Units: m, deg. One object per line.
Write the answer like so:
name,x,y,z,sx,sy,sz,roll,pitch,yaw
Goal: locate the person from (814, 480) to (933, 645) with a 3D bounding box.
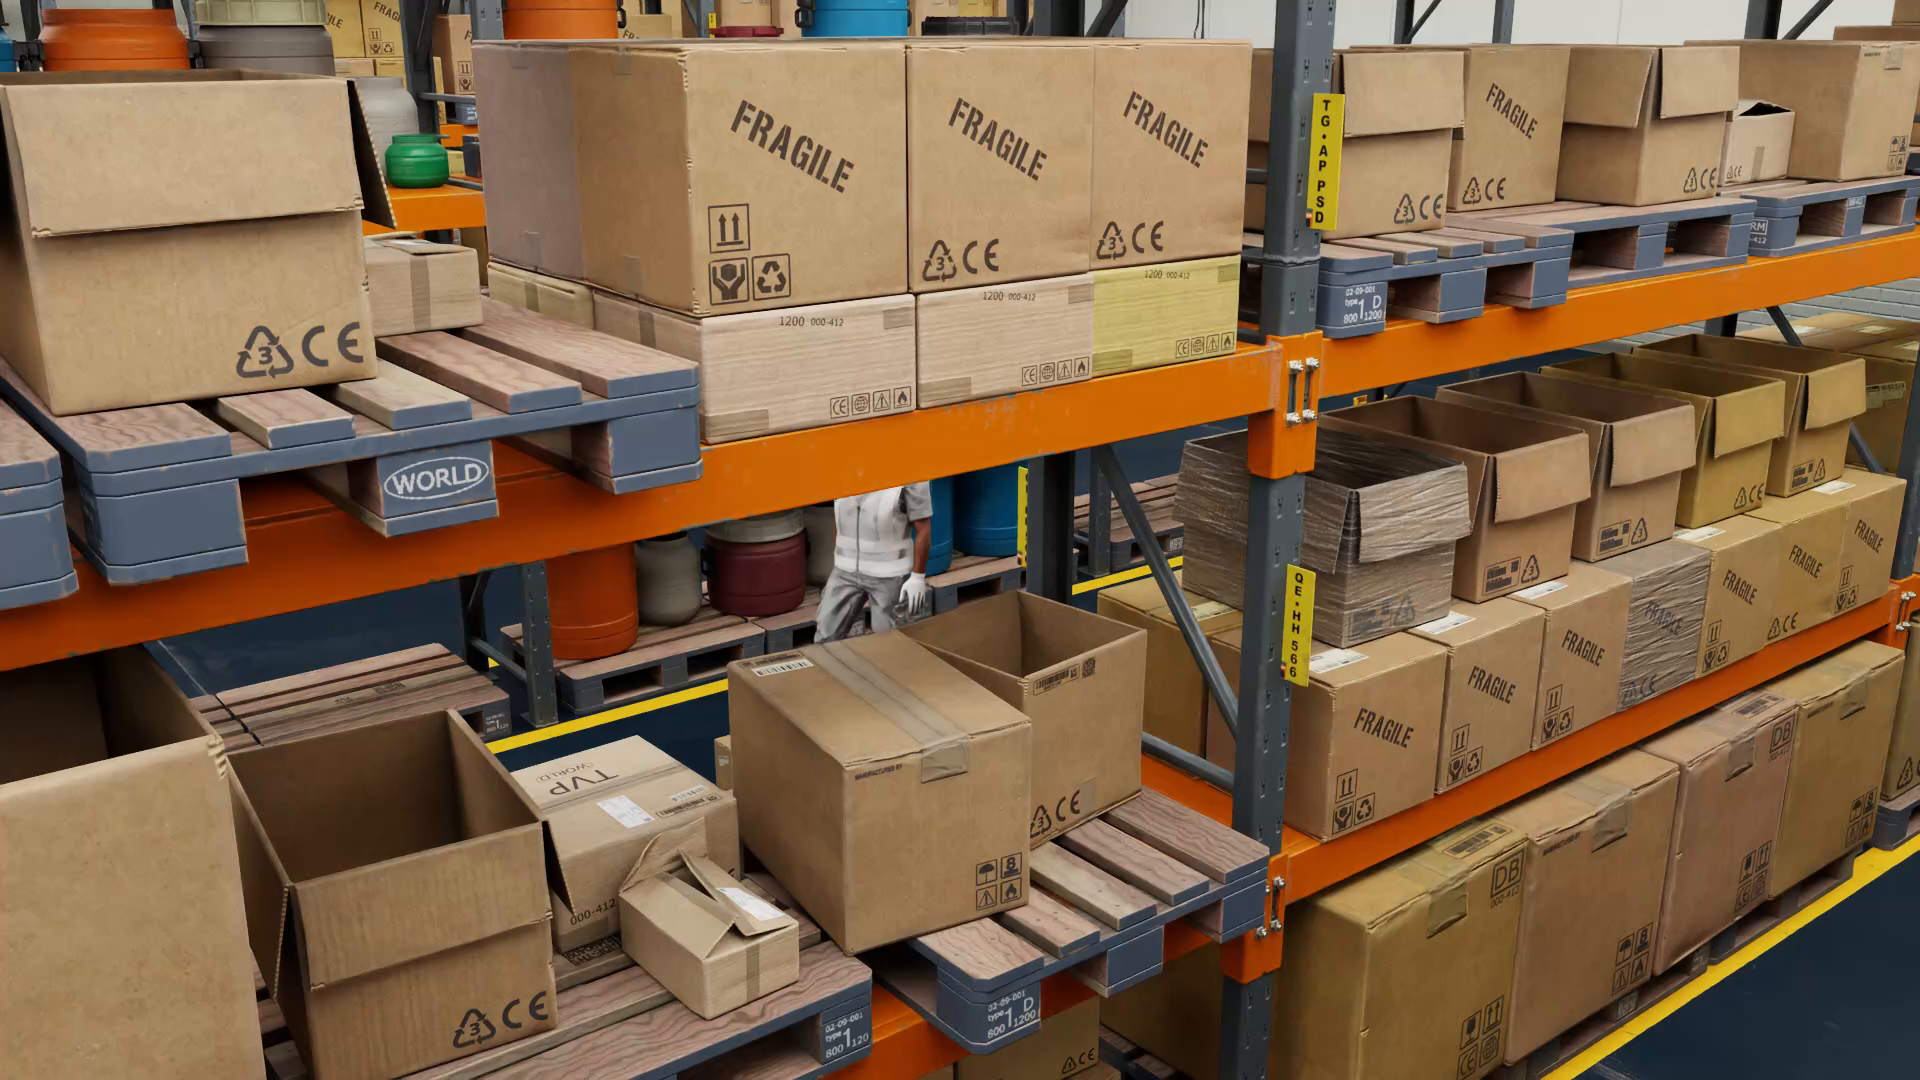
person,-0.445,0.148,8.362,0.593,1.716,0.423,9,20,27
